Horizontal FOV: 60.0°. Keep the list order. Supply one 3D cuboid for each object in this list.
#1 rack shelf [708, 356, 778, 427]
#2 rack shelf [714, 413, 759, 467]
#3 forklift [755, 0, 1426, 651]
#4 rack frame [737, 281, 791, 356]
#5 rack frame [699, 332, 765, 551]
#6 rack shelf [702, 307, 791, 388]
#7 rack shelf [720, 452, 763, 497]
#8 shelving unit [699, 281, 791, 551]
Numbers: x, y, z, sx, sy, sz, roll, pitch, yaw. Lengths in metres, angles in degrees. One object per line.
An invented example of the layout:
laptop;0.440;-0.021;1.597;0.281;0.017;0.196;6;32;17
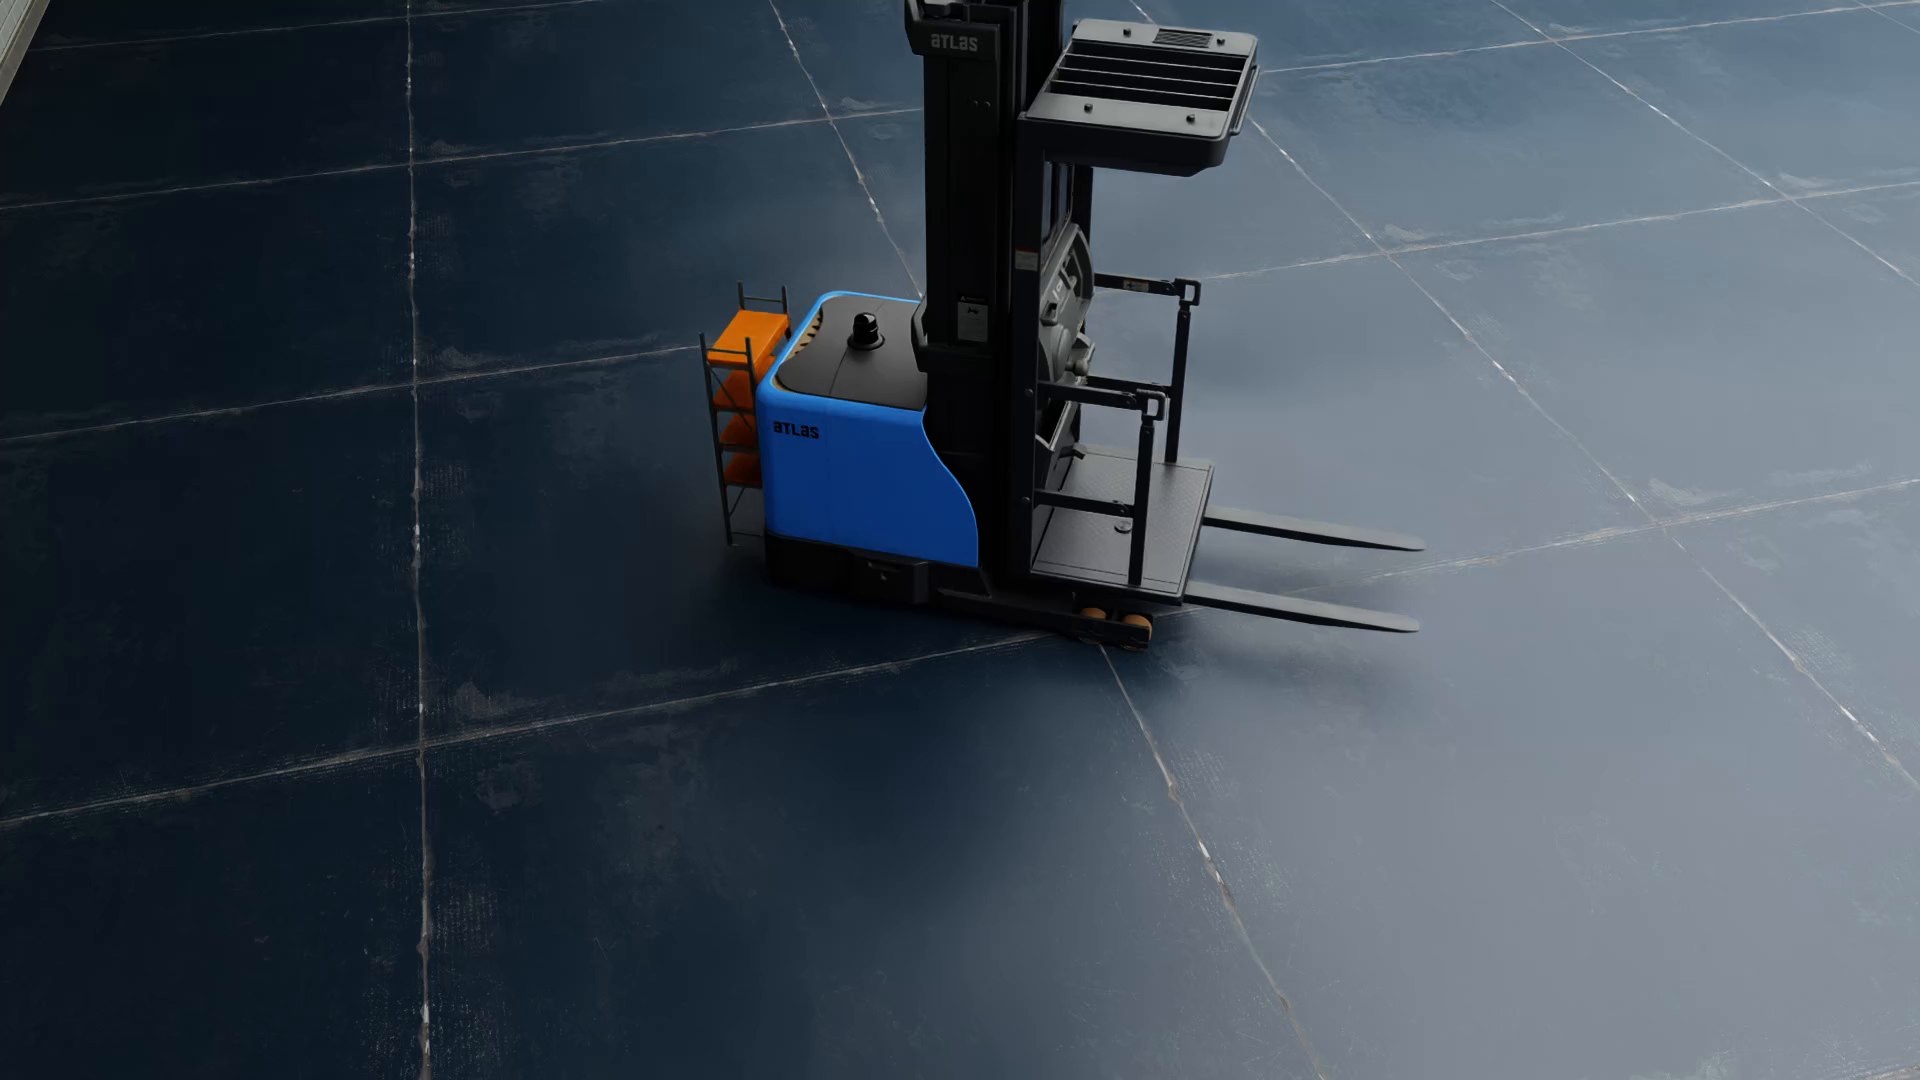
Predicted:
rack shelf;-0.983;-0.707;7.903;0.258;0.148;0.480;8;38;12
rack shelf;-0.978;-0.529;8.038;0.258;0.148;0.480;8;38;12
forklift;0.649;-1.019;7.149;3.031;2.935;1.130;9;38;12
rack frame;-0.918;-0.726;8.185;0.240;1.200;0.015;8;38;12
rack frame;-1.040;-0.439;7.810;0.240;1.200;0.015;8;38;12
rack shelf;-0.989;-0.896;7.761;0.258;0.148;0.480;8;38;12
rack shelf;-0.973;-0.370;8.158;0.258;0.148;0.480;8;38;12
shelving unit;-0.979;-0.582;7.998;0.258;1.200;0.503;8;38;12
